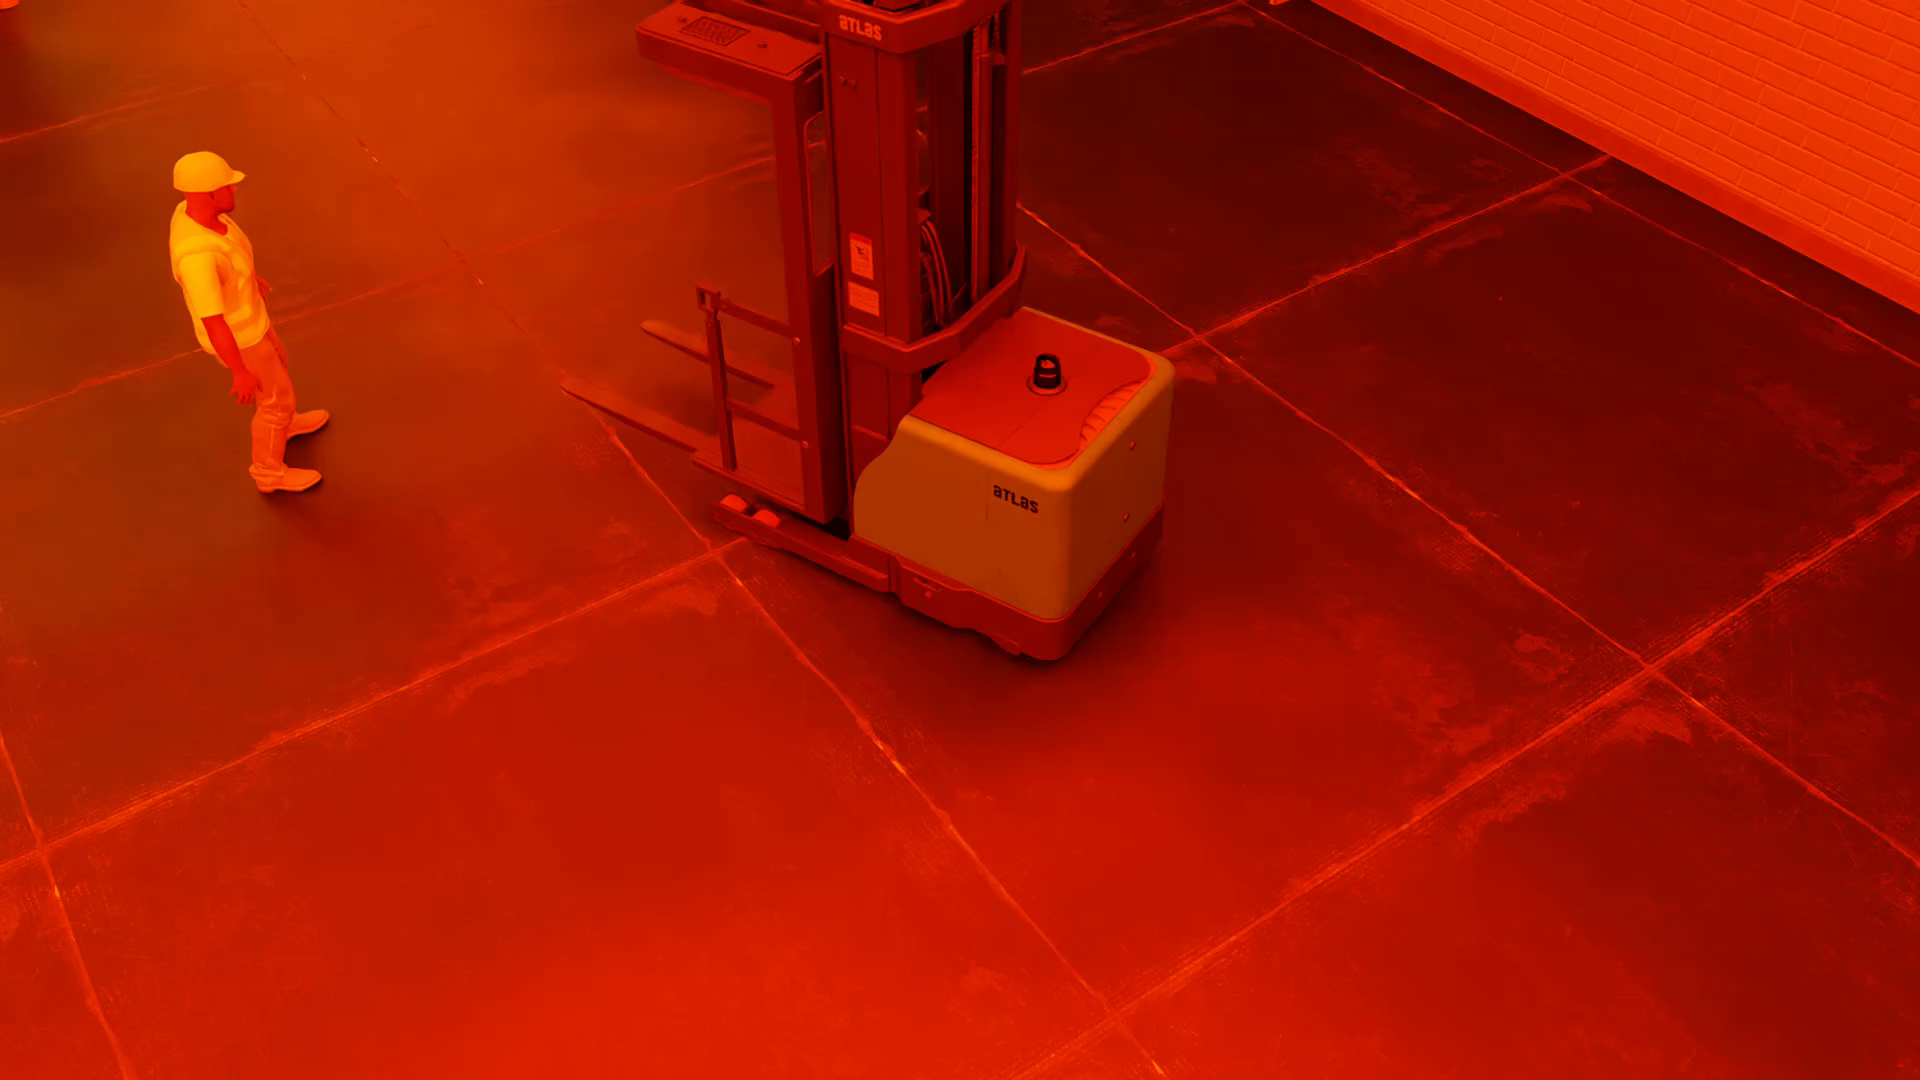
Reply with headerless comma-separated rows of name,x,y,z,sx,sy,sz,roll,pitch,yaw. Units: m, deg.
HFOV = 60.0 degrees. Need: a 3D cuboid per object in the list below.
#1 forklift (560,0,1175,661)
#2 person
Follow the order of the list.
forklift,-0.574,-1.330,7.159,3.031,2.935,1.130,24,48,24
person,-3.303,-1.003,7.683,0.415,1.742,0.812,-16,45,-16
